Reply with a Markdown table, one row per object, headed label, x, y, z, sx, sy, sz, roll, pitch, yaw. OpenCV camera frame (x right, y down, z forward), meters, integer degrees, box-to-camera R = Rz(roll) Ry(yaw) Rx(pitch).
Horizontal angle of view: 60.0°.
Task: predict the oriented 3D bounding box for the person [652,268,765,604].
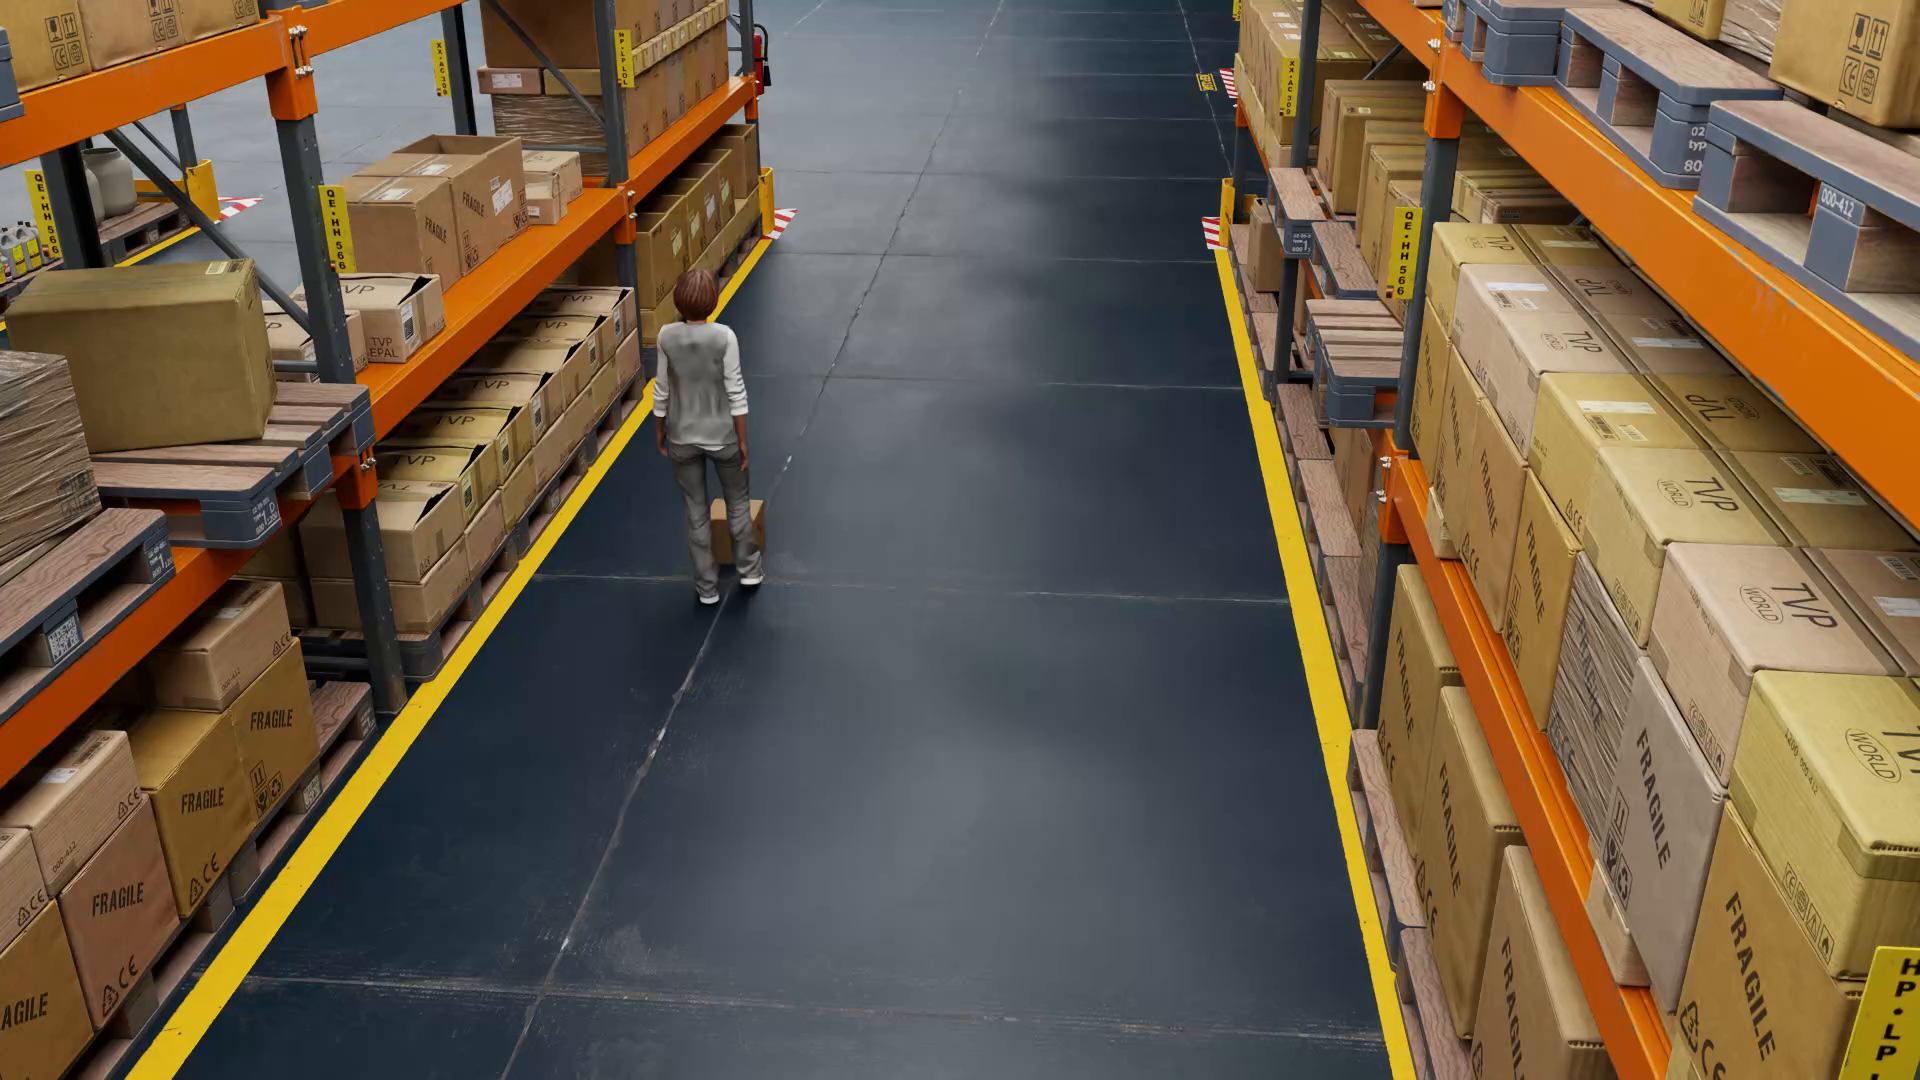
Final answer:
| label | x | y | z | sx | sy | sz | roll | pitch | yaw |
| --- | --- | --- | --- | --- | --- | --- | --- | --- | --- |
| person | -1.174 | -0.477 | 7.659 | 0.446 | 1.622 | 0.464 | -1 | 25 | -2 |
